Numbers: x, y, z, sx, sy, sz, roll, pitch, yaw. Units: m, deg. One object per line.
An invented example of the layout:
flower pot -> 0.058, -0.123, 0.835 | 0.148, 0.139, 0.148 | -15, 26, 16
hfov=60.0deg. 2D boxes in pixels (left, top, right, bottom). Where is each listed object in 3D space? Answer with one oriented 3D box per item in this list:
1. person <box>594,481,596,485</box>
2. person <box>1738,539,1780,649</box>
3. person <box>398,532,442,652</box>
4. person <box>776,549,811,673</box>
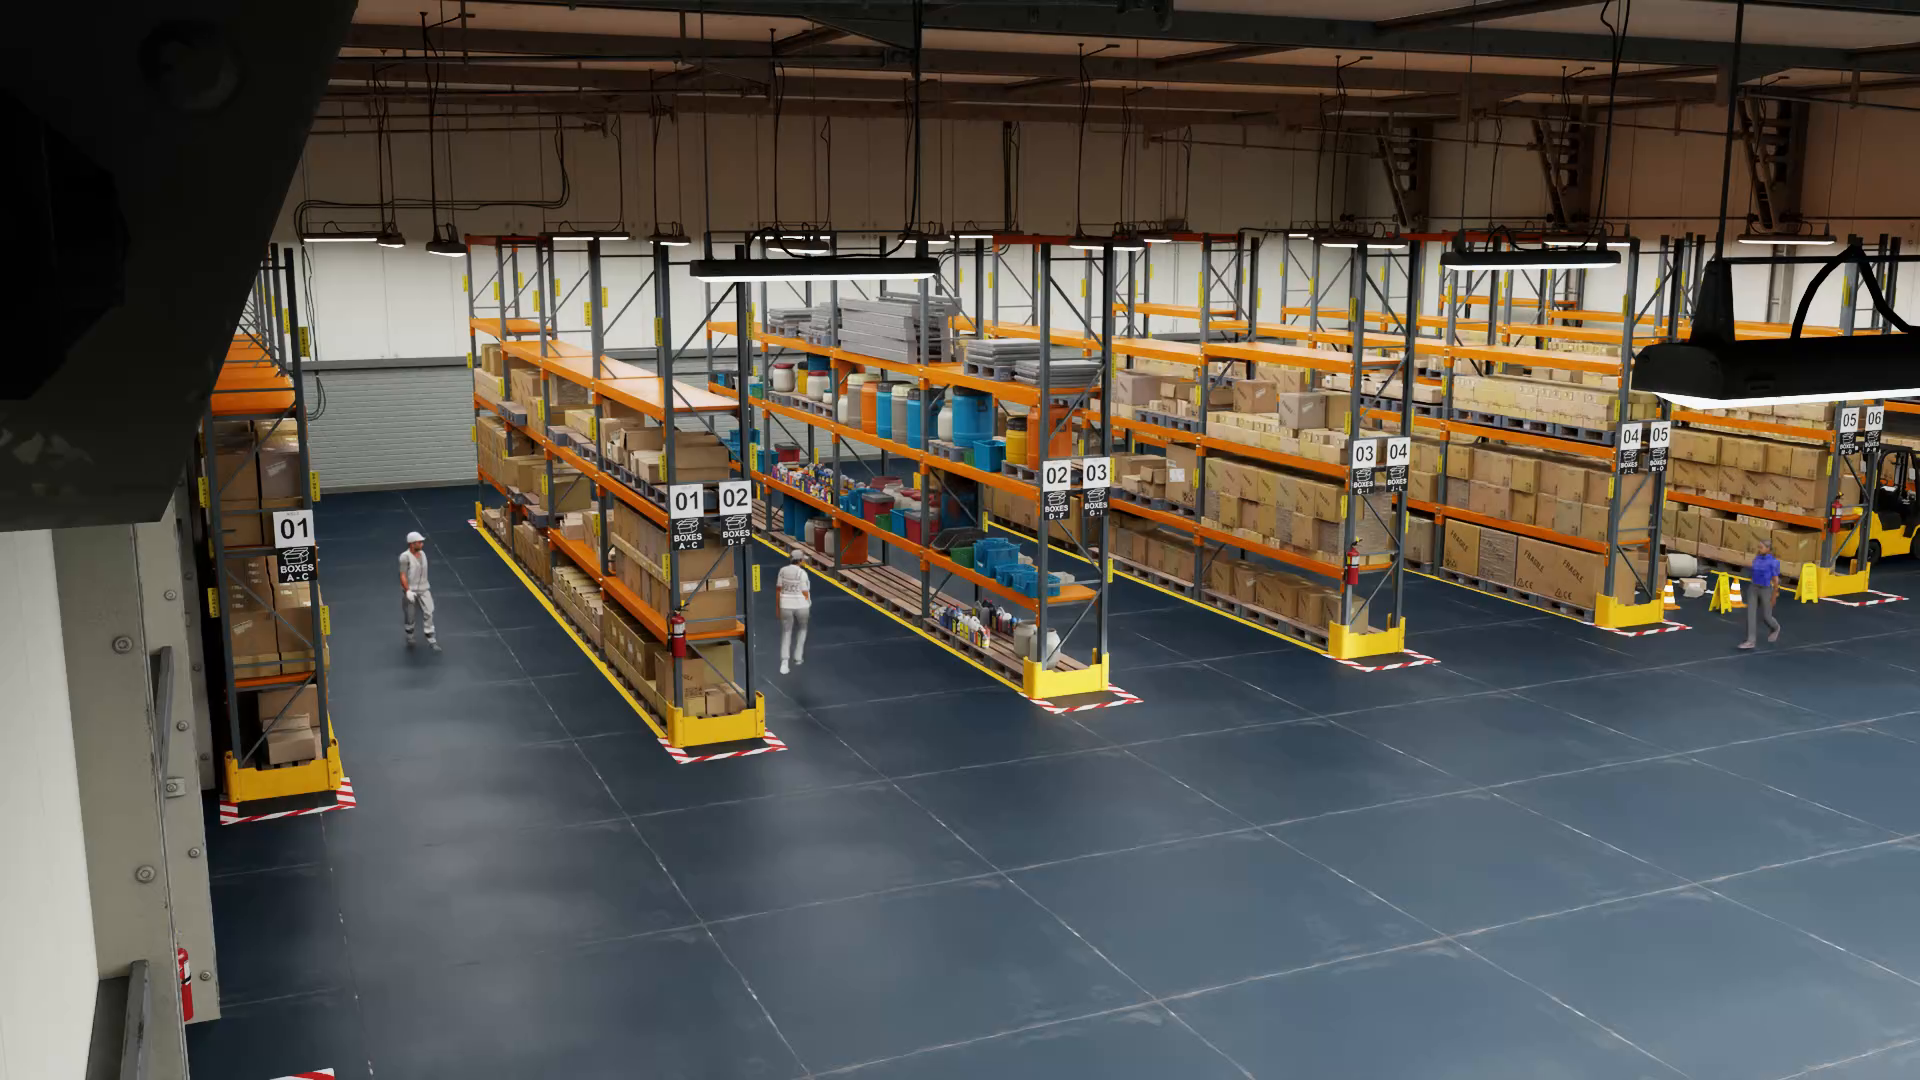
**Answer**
person -> -7.929, -1.870, 38.146 | 0.891, 1.742, 0.654 | 2, 11, 8
person -> 11.931, 0.791, 24.689 | 0.664, 1.645, 0.439 | -10, 15, -41
person -> -8.023, 0.751, 24.514 | 0.469, 1.731, 1.007 | -7, 13, -31
person -> -2.275, 0.980, 22.758 | 0.493, 1.733, 0.451 | 2, 11, 9
